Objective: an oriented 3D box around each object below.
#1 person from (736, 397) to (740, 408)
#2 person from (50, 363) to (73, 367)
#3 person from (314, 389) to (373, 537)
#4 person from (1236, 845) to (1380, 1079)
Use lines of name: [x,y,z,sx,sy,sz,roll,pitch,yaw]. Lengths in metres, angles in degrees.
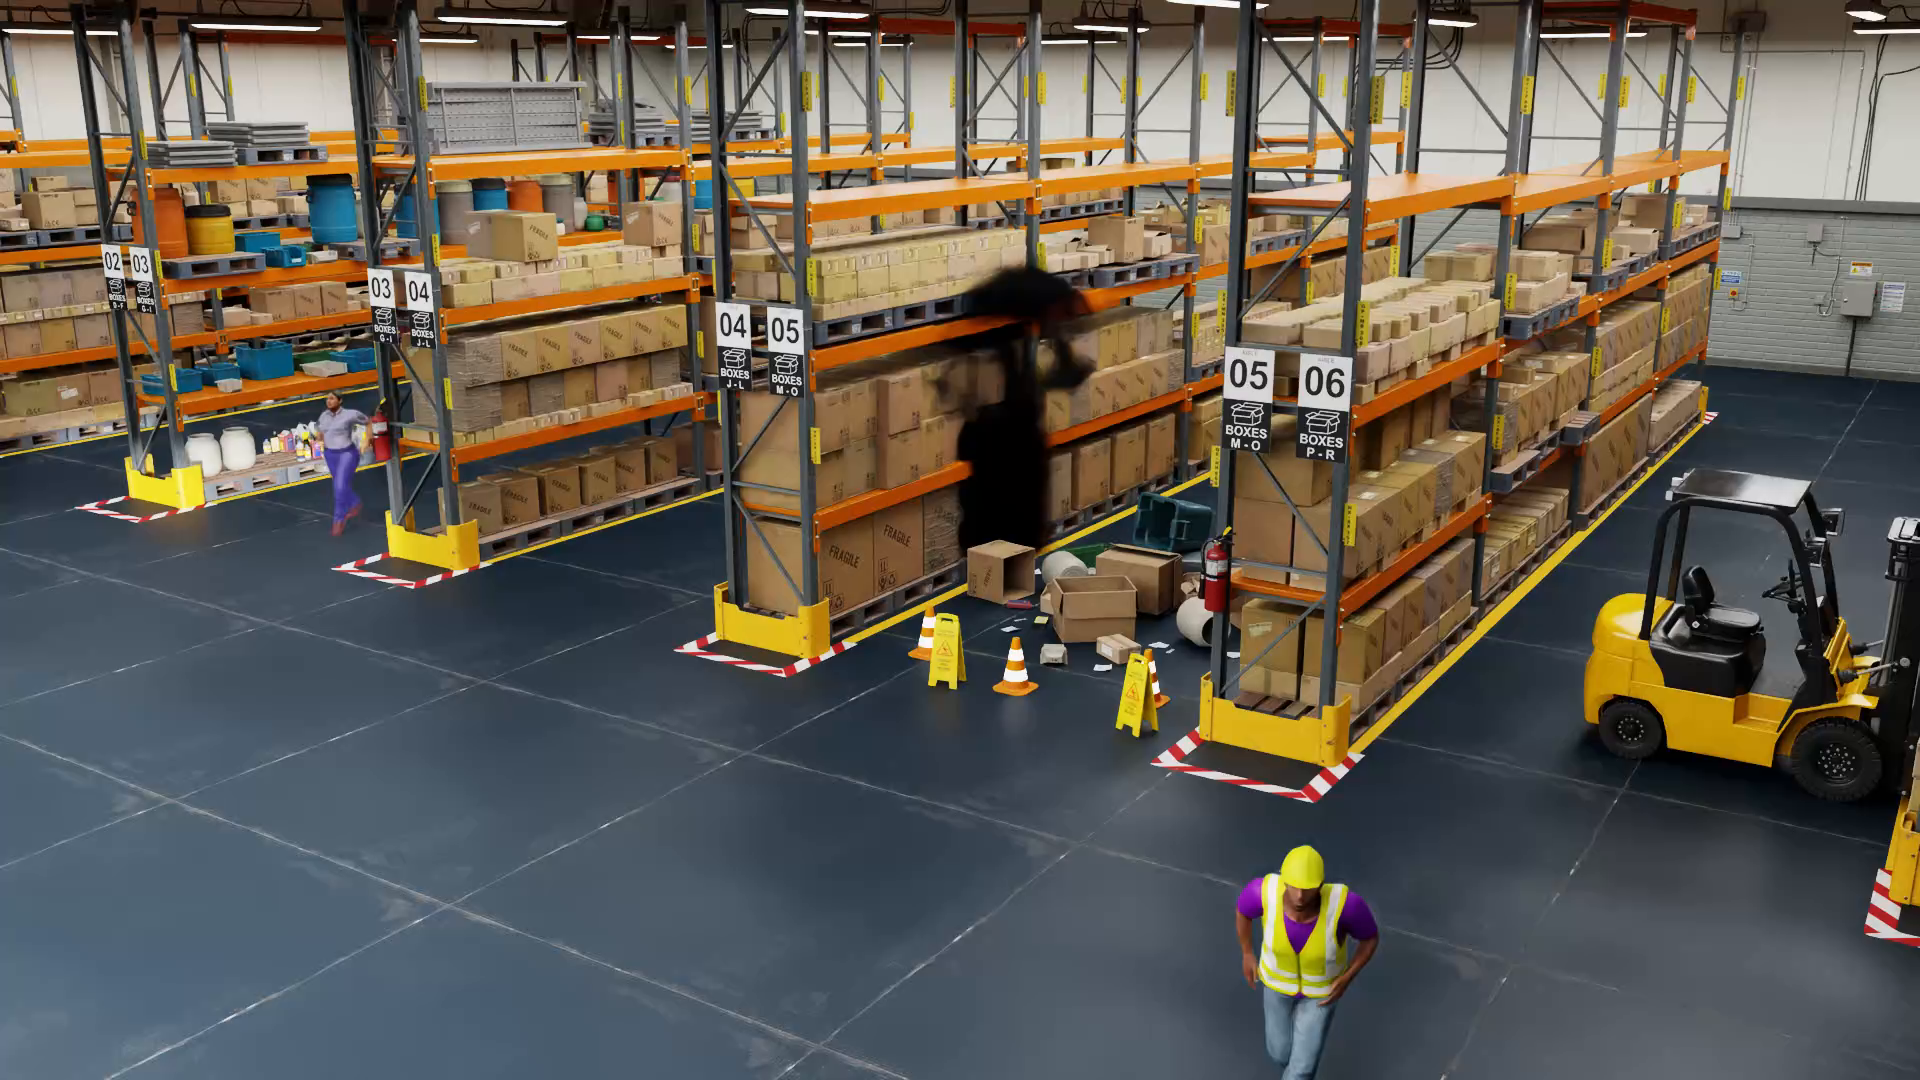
person: [-3.216,-2.474,25.006,0.561,1.663,0.573,10,18,31]
person: [-14.146,-2.774,26.159,0.546,1.729,0.833,8,17,25]
person: [-7.292,-0.940,19.590,0.607,1.673,0.879,4,16,15]
person: [1.707,2.195,8.265,0.699,1.698,0.896,4,16,14]
